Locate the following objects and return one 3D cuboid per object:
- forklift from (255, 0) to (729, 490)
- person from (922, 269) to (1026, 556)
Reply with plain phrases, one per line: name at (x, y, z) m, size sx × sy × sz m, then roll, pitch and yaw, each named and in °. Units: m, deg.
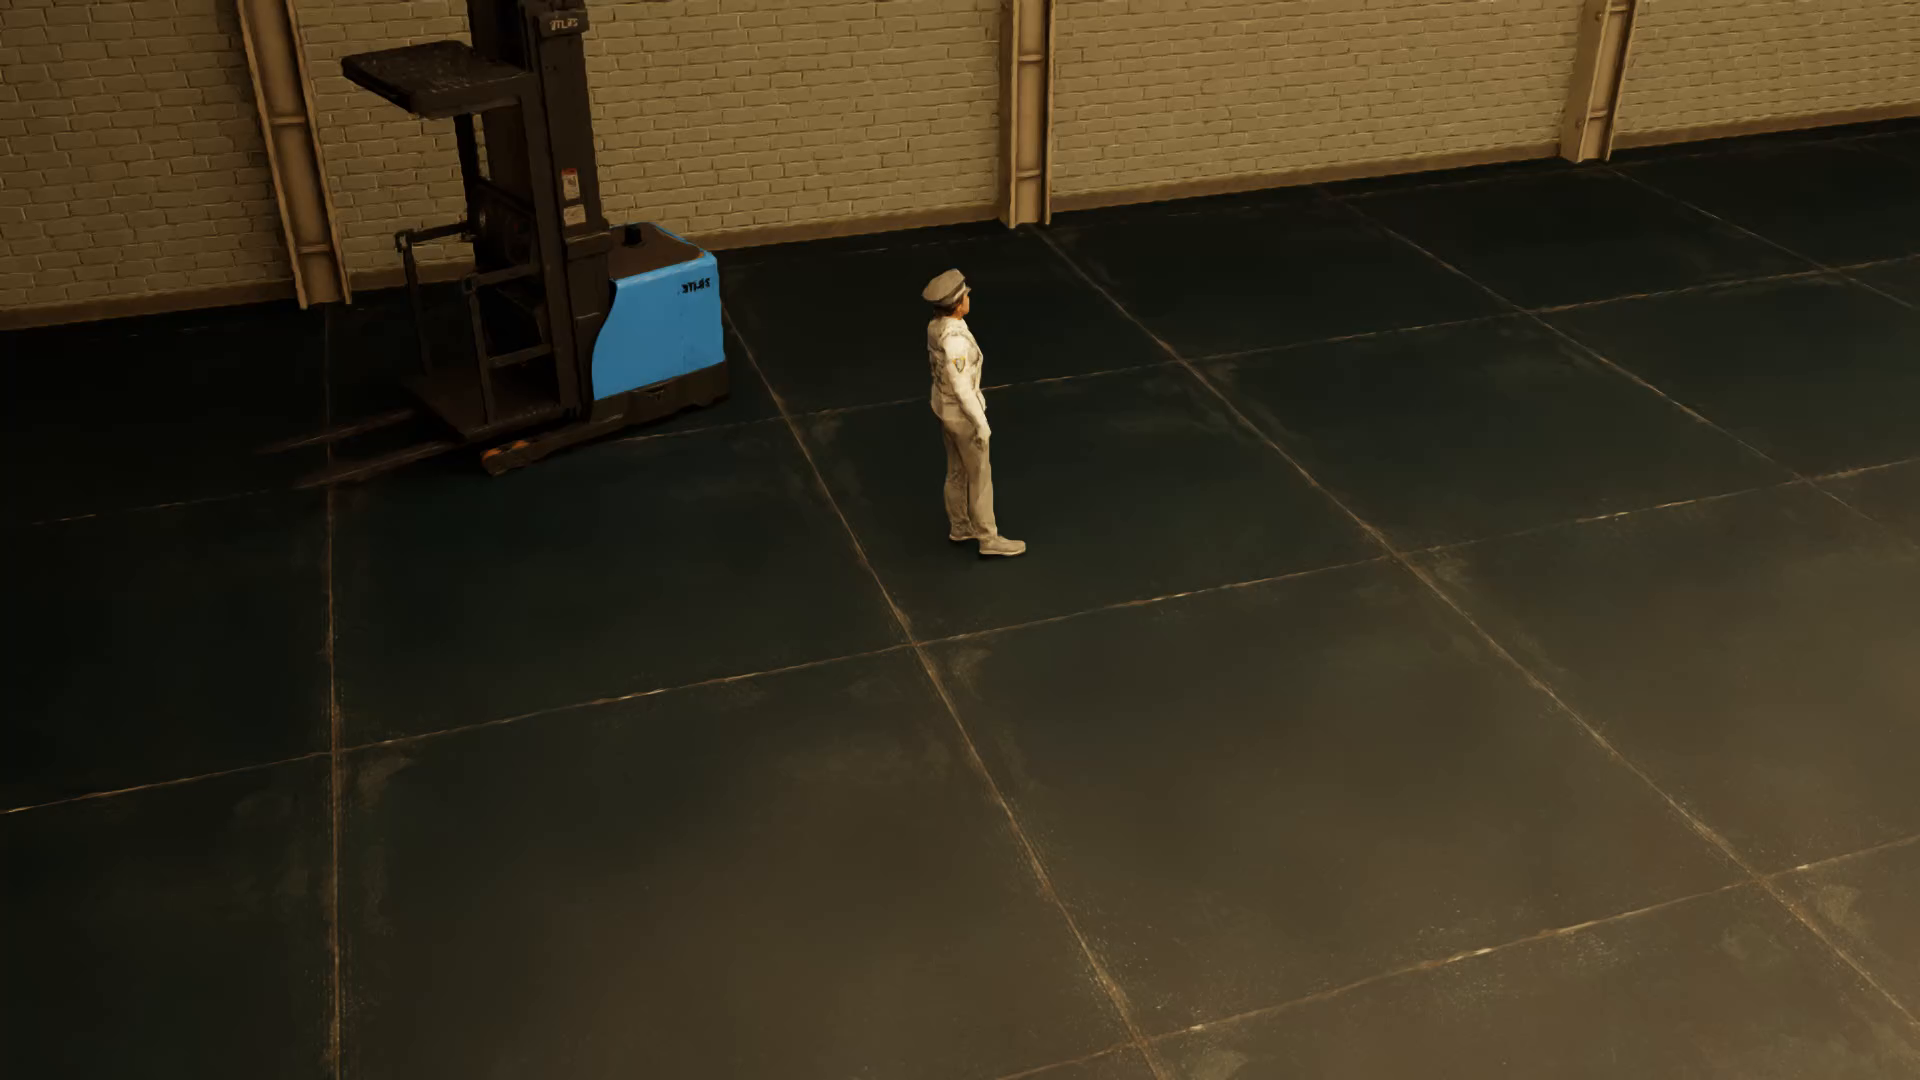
forklift at (-3.092, -1.985, 10.537) m, size 3.031 × 2.935 × 1.130 m, roll -22°, pitch 36°, yaw -33°
person at (0.066, -0.748, 9.612) m, size 0.532 × 1.695 × 0.586 m, roll -10°, pitch 31°, yaw -16°
